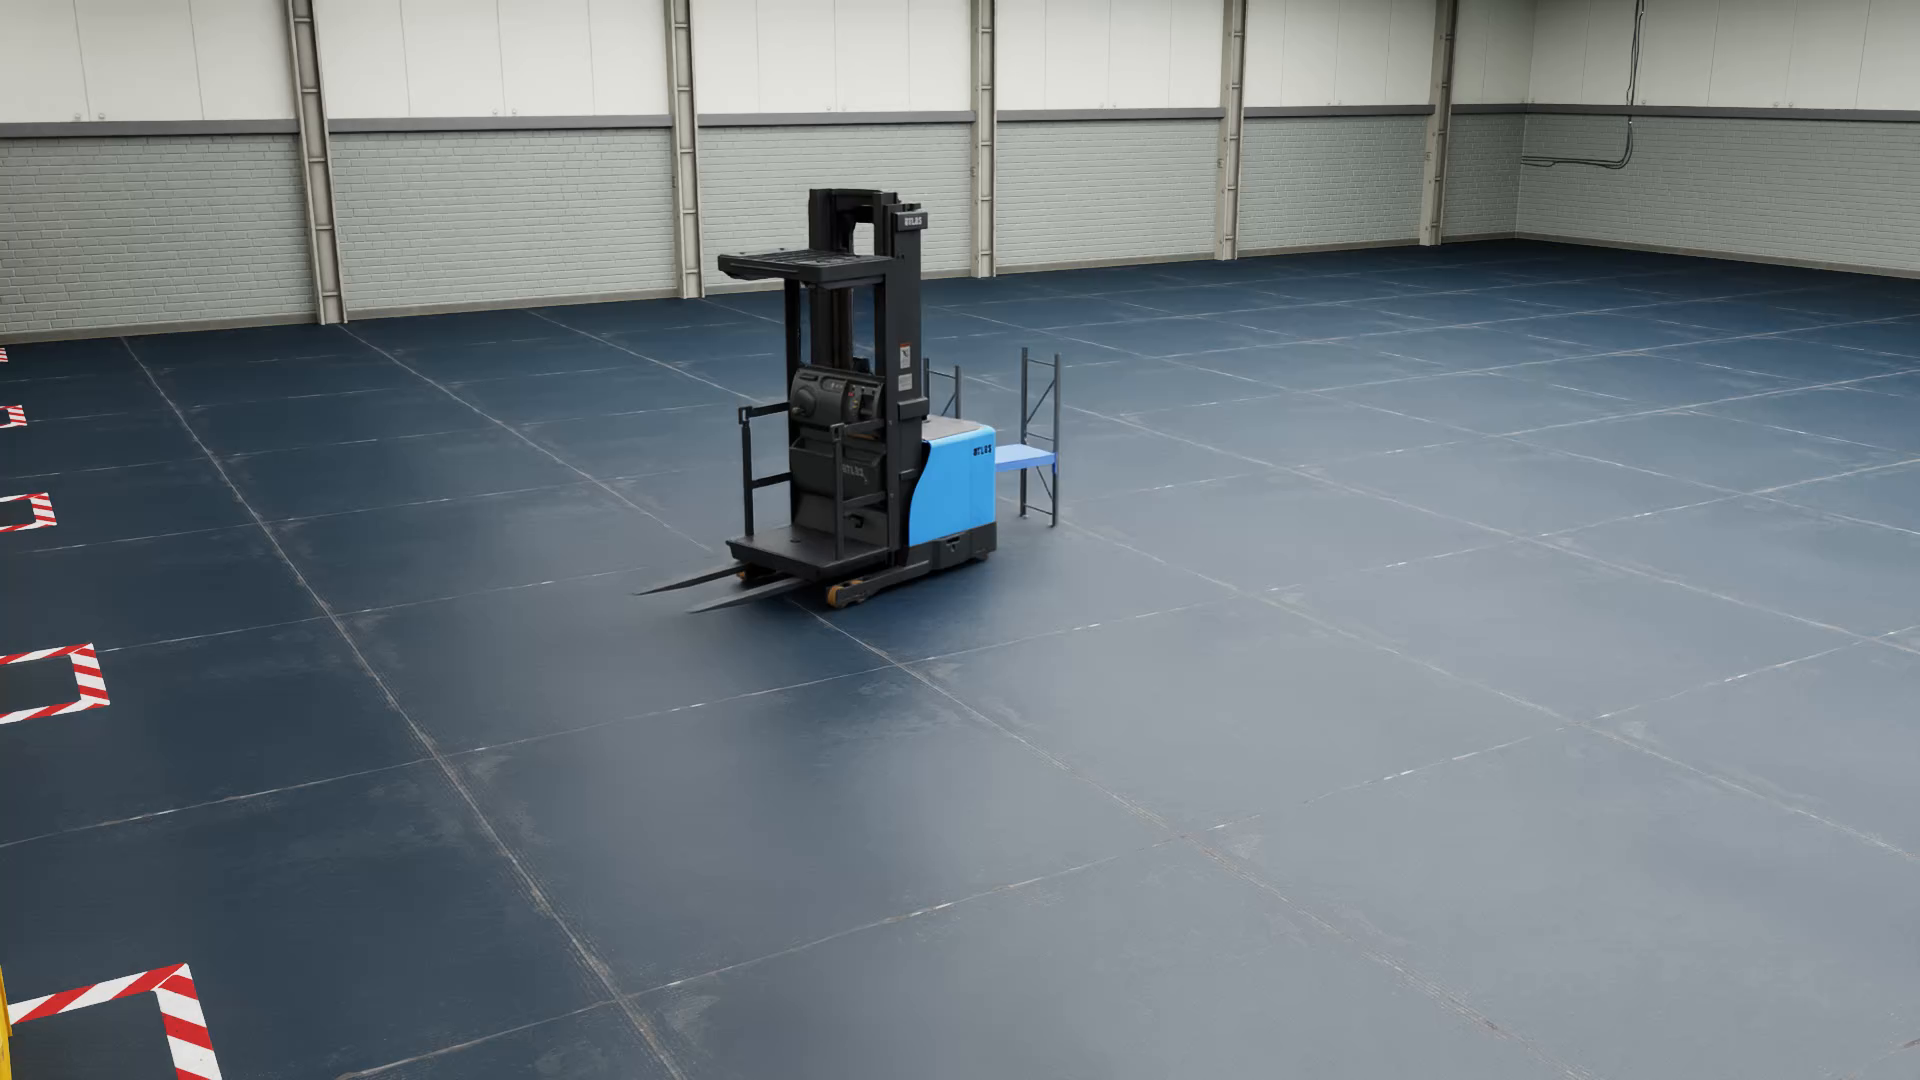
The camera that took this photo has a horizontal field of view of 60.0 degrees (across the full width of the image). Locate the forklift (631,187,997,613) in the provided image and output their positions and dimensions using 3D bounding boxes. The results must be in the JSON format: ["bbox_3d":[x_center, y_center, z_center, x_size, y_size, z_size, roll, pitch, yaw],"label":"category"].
[{"bbox_3d":[-1.065,-1.066,12.282,1.130,2.935,3.031,14,21,40],"label":"forklift"}]

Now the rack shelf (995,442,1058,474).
[{"bbox_3d":[0.271,-0.635,14.064,1.000,0.185,0.538,-11,19,-33],"label":"rack shelf"}]

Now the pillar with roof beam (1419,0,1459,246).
[{"bbox_3d":[12.945,-10.086,33.219,0.400,9.000,9.100,-9,18,-30],"label":"pillar with roof beam"}]

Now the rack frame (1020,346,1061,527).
[{"bbox_3d":[0.687,-0.887,14.296,0.032,1.500,0.500,-11,19,-33],"label":"rack frame"}]

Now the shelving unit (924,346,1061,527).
[{"bbox_3d":[0.271,-0.809,14.016,1.048,1.500,0.538,-11,19,-33],"label":"shelving unit"}]

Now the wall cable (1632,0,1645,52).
[{"bbox_3d":[15.328,-11.496,34.646,0.112,2.526,3.097,-9,18,-30],"label":"wall cable"}]

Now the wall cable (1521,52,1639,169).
[{"bbox_3d":[13.934,-9.691,37.561,0.112,2.526,3.097,-9,18,-30],"label":"wall cable"}]

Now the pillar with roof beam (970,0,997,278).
[{"bbox_3d":[2.659,-8.418,27.268,0.400,9.000,9.100,-9,18,-30],"label":"pillar with roof beam"}]

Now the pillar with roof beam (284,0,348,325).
[{"bbox_3d":[-7.627,-6.750,21.318,0.400,9.000,9.100,-9,18,-30],"label":"pillar with roof beam"}]

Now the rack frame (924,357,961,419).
[{"bbox_3d":[-0.146,-0.730,13.735,0.032,1.500,0.500,-11,19,-33],"label":"rack frame"}]

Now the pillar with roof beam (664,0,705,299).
[{"bbox_3d":[-2.484,-7.584,24.293,0.400,9.000,9.100,-9,18,-30],"label":"pillar with roof beam"}]

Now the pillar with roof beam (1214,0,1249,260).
[{"bbox_3d":[7.802,-9.252,30.244,0.400,9.000,9.100,-9,18,-30],"label":"pillar with roof beam"}]

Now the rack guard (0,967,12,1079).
[{"bbox_3d":[-3.753,1.900,6.205,0.348,0.500,1.175,-9,18,-30],"label":"rack guard"}]
